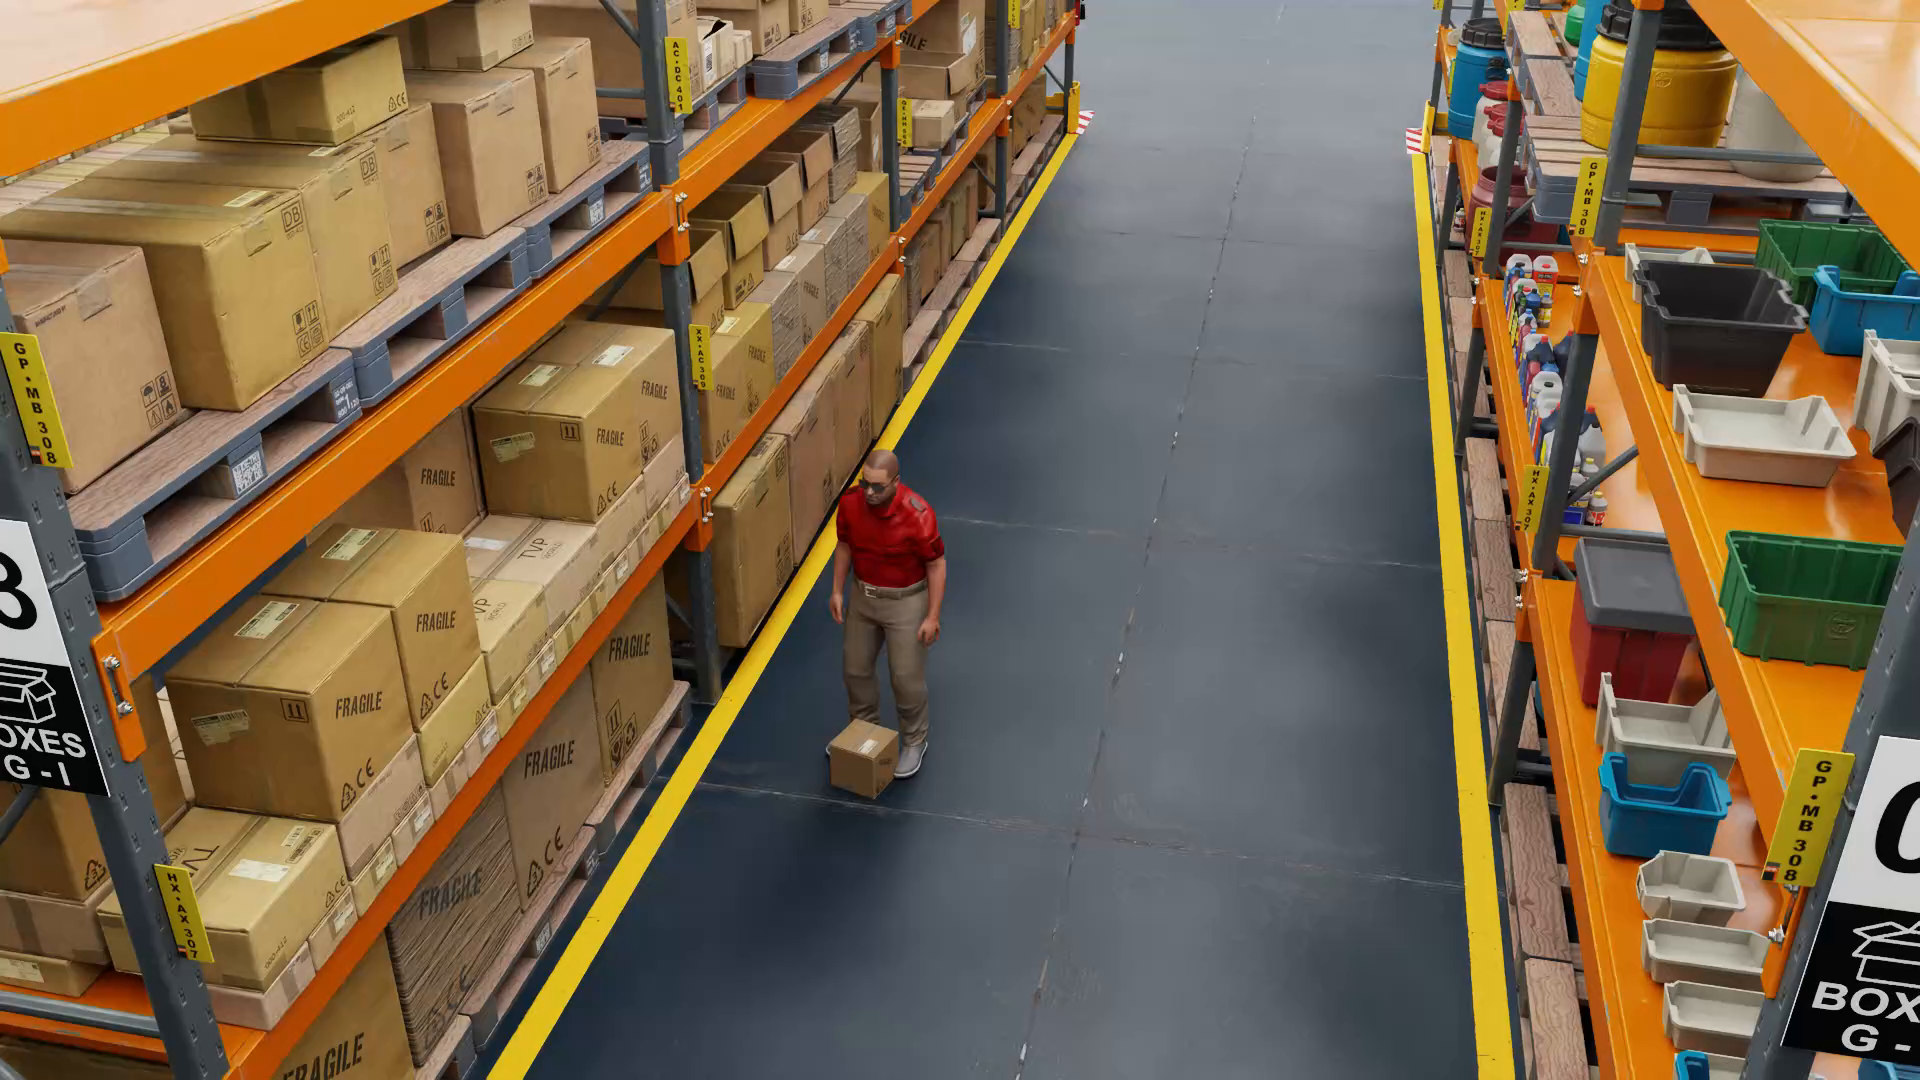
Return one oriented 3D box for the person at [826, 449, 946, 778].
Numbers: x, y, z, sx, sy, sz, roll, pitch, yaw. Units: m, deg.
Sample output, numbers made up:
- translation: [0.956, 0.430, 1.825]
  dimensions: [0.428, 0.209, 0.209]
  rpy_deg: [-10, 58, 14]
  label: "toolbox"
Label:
- translation: [-0.354, 0.322, 8.046]
  dimensions: [0.594, 1.726, 0.388]
  rpy_deg: [14, 31, 23]
  label: "person"
